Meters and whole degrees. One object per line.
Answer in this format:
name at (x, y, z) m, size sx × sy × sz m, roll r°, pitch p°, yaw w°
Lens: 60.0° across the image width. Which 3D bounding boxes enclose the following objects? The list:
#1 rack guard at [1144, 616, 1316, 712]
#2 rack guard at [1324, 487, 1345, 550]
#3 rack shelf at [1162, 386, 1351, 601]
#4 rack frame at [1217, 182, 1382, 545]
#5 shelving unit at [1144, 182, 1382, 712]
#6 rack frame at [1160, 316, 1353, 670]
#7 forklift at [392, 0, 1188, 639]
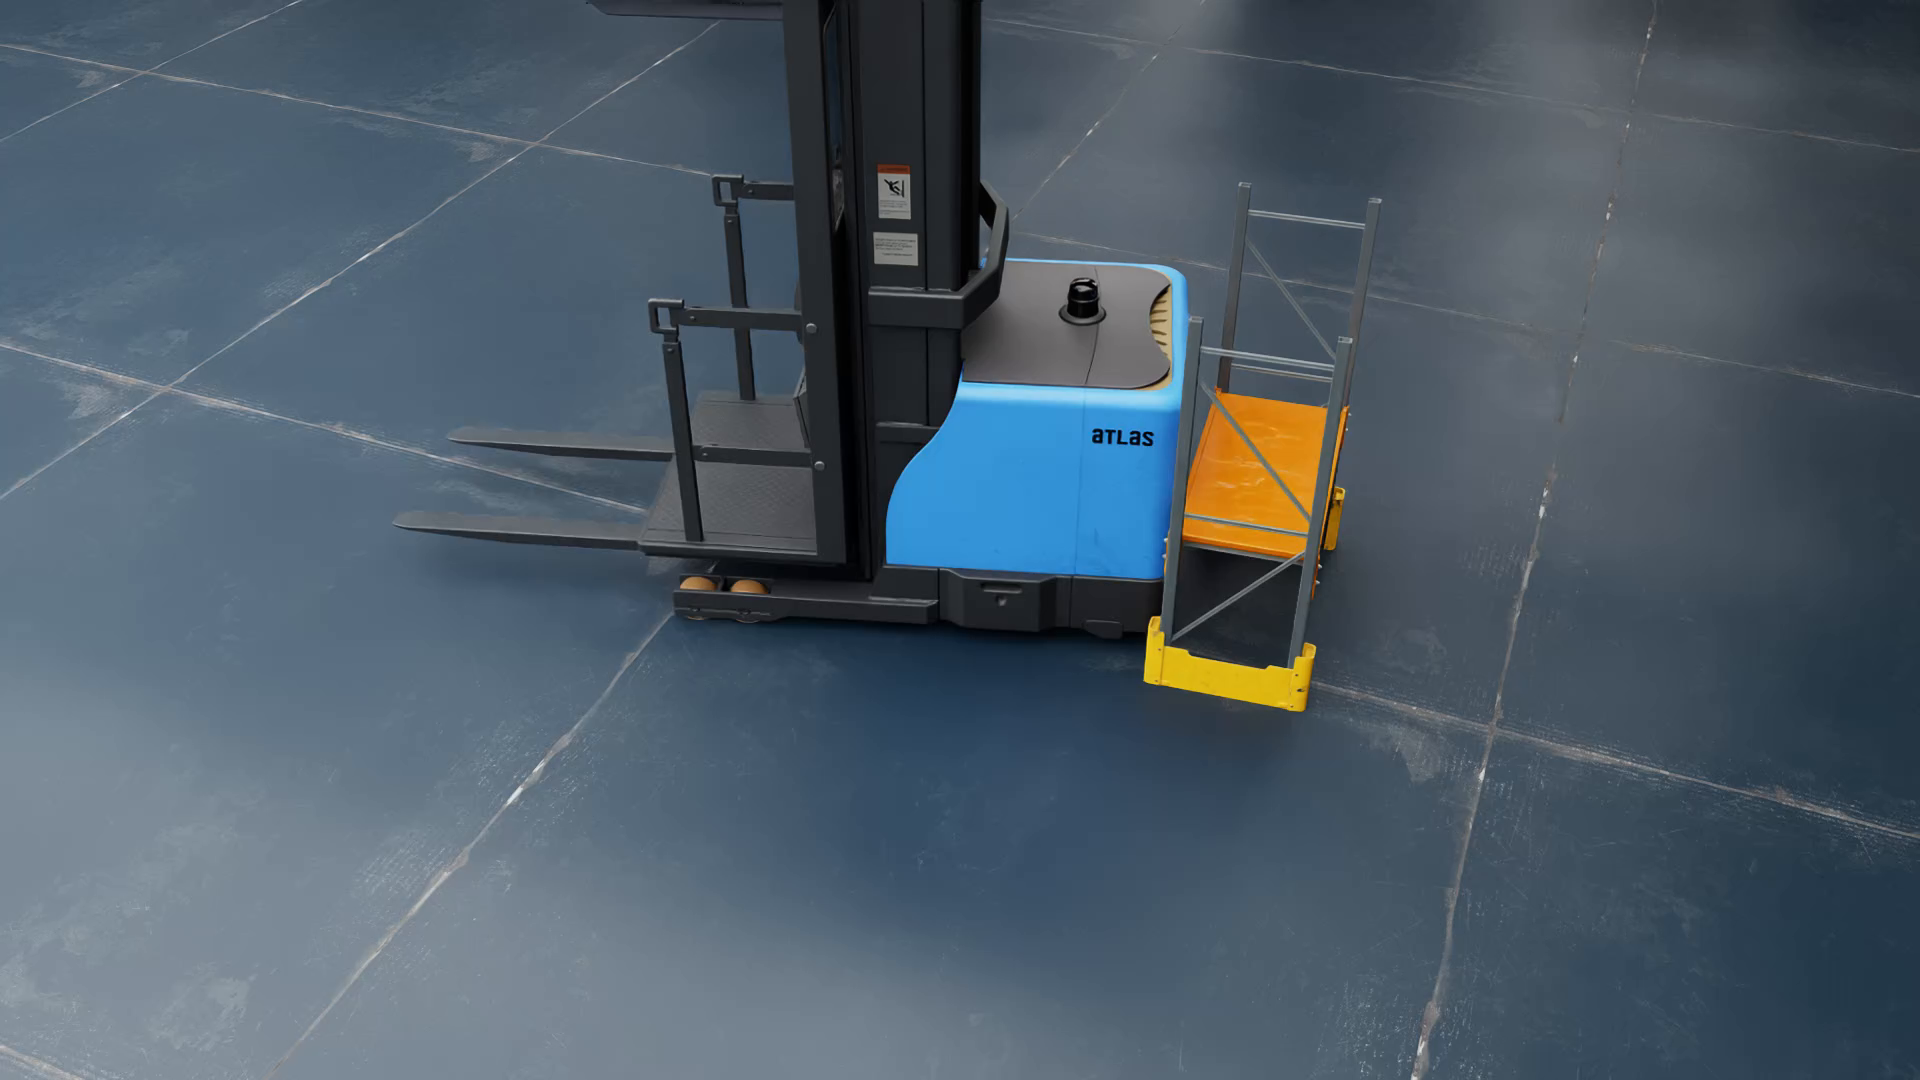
rack guard at (0.959, 0.443, 5.948) m, size 0.587 × 0.250 × 0.087 m, roll 10°, pitch 38°, yaw 13°
rack guard at (1.238, -0.129, 6.714) m, size 0.587 × 0.250 × 0.087 m, roll 10°, pitch 38°, yaw 13°
rack shelf at (1.096, -0.194, 6.058) m, size 0.538 × 0.185 × 1.000 m, roll 10°, pitch 38°, yaw 13°
rack frame at (1.239, -0.631, 6.341) m, size 0.500 × 1.500 × 0.032 m, roll 10°, pitch 38°, yaw 13°
shelving unit at (1.098, -0.344, 5.957) m, size 0.587 × 1.500 × 1.083 m, roll 10°, pitch 38°, yaw 13°
rack frame at (0.953, -0.046, 5.559) m, size 0.500 × 1.500 × 0.032 m, roll 10°, pitch 38°, yaw 13°
forklift at (-0.670, -1.168, 5.864) m, size 3.031 × 2.935 × 1.130 m, roll 3°, pitch 37°, yaw 4°
